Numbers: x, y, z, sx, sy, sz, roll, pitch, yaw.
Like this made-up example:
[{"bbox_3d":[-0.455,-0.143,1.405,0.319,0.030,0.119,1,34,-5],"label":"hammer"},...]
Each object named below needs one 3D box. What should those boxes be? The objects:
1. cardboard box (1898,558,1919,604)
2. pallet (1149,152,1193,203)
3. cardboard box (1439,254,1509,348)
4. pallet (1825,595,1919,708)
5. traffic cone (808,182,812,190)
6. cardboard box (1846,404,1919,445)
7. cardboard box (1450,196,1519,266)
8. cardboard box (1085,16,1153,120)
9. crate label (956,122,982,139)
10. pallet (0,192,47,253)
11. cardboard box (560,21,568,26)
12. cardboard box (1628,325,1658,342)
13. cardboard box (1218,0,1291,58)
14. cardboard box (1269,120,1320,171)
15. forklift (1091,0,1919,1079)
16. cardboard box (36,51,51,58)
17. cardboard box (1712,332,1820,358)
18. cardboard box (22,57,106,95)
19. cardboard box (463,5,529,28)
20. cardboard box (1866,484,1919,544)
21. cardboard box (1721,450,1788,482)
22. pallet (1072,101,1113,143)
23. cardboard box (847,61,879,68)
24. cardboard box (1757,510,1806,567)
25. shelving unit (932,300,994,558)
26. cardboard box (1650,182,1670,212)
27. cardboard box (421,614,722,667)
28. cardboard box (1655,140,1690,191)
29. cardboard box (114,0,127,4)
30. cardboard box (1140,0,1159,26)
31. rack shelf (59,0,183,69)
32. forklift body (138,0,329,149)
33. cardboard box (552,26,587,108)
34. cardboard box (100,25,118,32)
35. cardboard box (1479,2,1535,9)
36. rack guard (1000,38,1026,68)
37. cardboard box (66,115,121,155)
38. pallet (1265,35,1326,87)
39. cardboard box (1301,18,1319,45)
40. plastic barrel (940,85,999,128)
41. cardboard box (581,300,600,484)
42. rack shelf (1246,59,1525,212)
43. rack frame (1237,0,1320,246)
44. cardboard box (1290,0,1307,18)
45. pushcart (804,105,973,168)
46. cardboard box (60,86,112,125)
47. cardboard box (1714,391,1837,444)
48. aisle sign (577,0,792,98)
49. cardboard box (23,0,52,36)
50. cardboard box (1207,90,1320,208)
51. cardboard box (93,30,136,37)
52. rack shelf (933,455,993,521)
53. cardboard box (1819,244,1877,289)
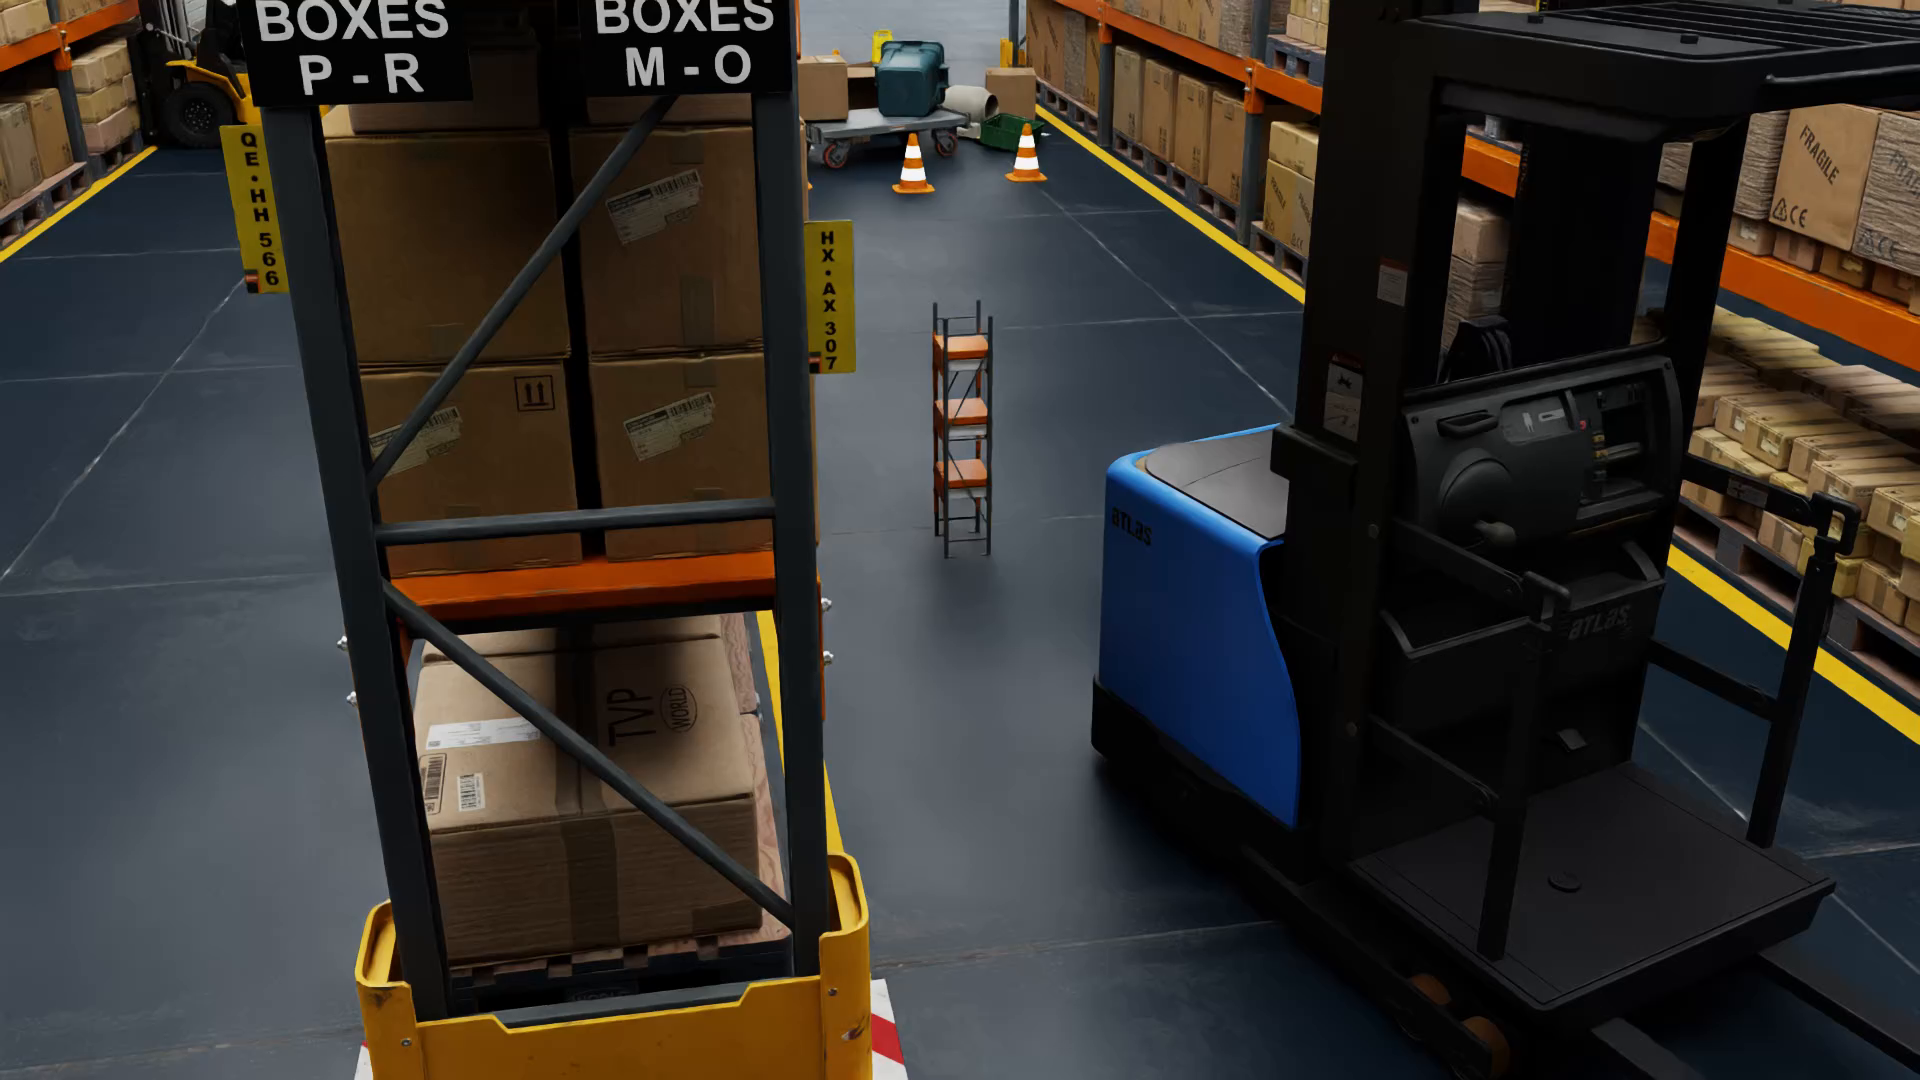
[{"bbox_3d":[3.552,0.147,5.831,0.380,0.149,0.250,-5,24,-12],"label":"cardboard box"},{"bbox_3d":[2.255,-3.103,14.091,1.003,0.211,1.213,-4,24,-10],"label":"pallet"},{"bbox_3d":[2.904,-1.333,9.152,0.500,0.500,0.500,-5,24,-11],"label":"cardboard box"},{"bbox_3d":[3.899,0.486,5.873,1.003,0.211,1.213,-4,24,-10],"label":"pallet"},{"bbox_3d":[-1.432,-3.207,14.015,0.336,0.463,0.334,-4,24,-10],"label":"traffic cone"},{"bbox_3d":[3.862,-0.438,6.798,0.380,0.149,0.250,-4,24,-10],"label":"cardboard box"},{"bbox_3d":[2.902,-1.678,9.006,0.500,0.250,0.500,-5,24,-11],"label":"cardboard box"},{"bbox_3d":[1.762,-4.631,16.236,0.875,0.875,0.875,-4,24,-9],"label":"cardboard box"},{"bbox_3d":[0.111,-3.992,16.220,0.250,0.136,0.298,18,29,36],"label":"crate label"},{"bbox_3d":[-7.511,-2.339,12.342,1.003,0.211,1.213,-4,24,-10],"label":"pallet"},{"bbox_3d":[-1.446,-1.306,5.118,0.500,0.500,0.500,-4,24,-10],"label":"cardboard box"},{"bbox_3d":[3.141,-0.908,7.876,0.380,0.149,0.250,-3,24,-7],"label":"cardboard box"},{"bbox_3d":[2.202,-3.790,12.054,0.500,0.500,0.500,-4,24,-10],"label":"cardboard box"},{"bbox_3d":[2.438,-2.688,11.318,0.500,0.250,0.500,-5,24,-12],"label":"cardboard box"},{"bbox_3d":[1.590,-0.193,4.030,1.130,2.935,3.031,-12,27,-26],"label":"forklift"},{"bbox_3d":[-8.304,-4.153,14.673,0.500,0.250,0.500,-5,24,-11],"label":"cardboard box"},{"bbox_3d":[3.749,-0.856,7.756,0.380,0.149,0.250,-5,24,-10],"label":"cardboard box"},{"bbox_3d":[-7.695,-3.989,14.297,0.500,0.250,0.500,-5,24,-11],"label":"cardboard box"},{"bbox_3d":[-1.288,-1.257,4.195,0.380,0.149,0.250,-4,24,-9],"label":"cardboard box"},{"bbox_3d":[3.533,-0.090,6.002,0.380,0.149,0.250,-5,24,-12],"label":"cardboard box"},{"bbox_3d":[3.337,-0.264,6.772,0.380,0.149,0.250,-4,24,-9],"label":"cardboard box"},{"bbox_3d":[1.745,-4.187,16.573,1.003,0.211,1.213,-4,24,-10],"label":"pallet"},{"bbox_3d":[-0.964,-4.680,17.336,0.637,0.503,0.797,18,29,36],"label":"cardboard box"},{"bbox_3d":[3.417,-0.022,6.590,0.380,0.149,0.250,-4,24,-9],"label":"cardboard box"},{"bbox_3d":[0.010,-0.460,6.992,0.215,1.050,0.252,-4,24,-10],"label":"shelving unit"},{"bbox_3d":[3.241,-1.565,7.400,0.380,0.149,0.250,-5,24,-12],"label":"cardboard box"},{"bbox_3d":[-1.216,0.336,5.408,0.875,0.438,0.875,-4,24,-8],"label":"cardboard box"},{"bbox_3d":[3.231,-1.788,7.099,0.500,0.500,0.500,-4,24,-10],"label":"cardboard box"},{"bbox_3d":[-8.019,-5.227,15.345,0.500,0.500,0.500,-4,24,-9],"label":"cardboard box"},{"bbox_3d":[1.826,-4.584,13.872,0.500,0.500,0.500,-4,24,-10],"label":"cardboard box"},{"bbox_3d":[-8.284,-4.842,15.487,1.077,0.370,4.000,-4,24,-10],"label":"rack shelf"},{"bbox_3d":[-6.510,-4.958,15.916,2.313,2.155,1.214,-4,24,-10],"label":"forklift body"},{"bbox_3d":[-0.730,-1.093,3.820,0.380,0.149,0.250,-4,24,-8],"label":"cardboard box"},{"bbox_3d":[-8.655,-4.950,16.496,0.500,0.250,0.500,-4,24,-10],"label":"cardboard box"},{"bbox_3d":[2.877,-2.817,8.999,0.380,0.149,0.250,-4,24,-10],"label":"cardboard box"},{"bbox_3d":[1.065,-5.597,19.441,1.175,0.500,0.348,-4,24,-10],"label":"rack guard"},{"bbox_3d":[-7.678,-3.532,14.500,0.500,0.250,0.500,-4,24,-9],"label":"cardboard box"},{"bbox_3d":[2.785,-3.226,11.129,1.213,0.211,1.003,-4,24,-10],"label":"pallet"},{"bbox_3d":[2.483,-3.367,11.002,0.380,0.149,0.250,-3,24,-7],"label":"cardboard box"},{"bbox_3d":[0.092,-4.312,16.594,0.512,0.421,0.421,13,27,27],"label":"plastic barrel"},{"bbox_3d":[-0.745,-0.486,4.491,0.500,0.500,0.500,-5,24,-11],"label":"cardboard box"},{"bbox_3d":[2.919,-2.470,10.057,1.077,0.370,4.000,-4,24,-10],"label":"rack shelf"},{"bbox_3d":[2.549,-3.587,11.714,1.000,3.000,0.127,-4,24,-10],"label":"rack frame"},{"bbox_3d":[2.441,-3.595,11.152,0.380,0.149,0.250,-3,24,-7],"label":"cardboard box"},{"bbox_3d":[-0.805,-3.740,15.343,1.648,0.377,0.936,-13,27,-28],"label":"pushcart"},{"bbox_3d":[-7.700,-3.760,14.396,0.500,0.250,0.500,-4,24,-10],"label":"cardboard box"},{"bbox_3d":[3.405,-0.504,6.951,0.380,0.149,0.250,-5,24,-12],"label":"cardboard box"},{"bbox_3d":[-0.519,-1.218,3.043,0.394,0.787,0.004,-4,24,-10],"label":"aisle sign"},{"bbox_3d":[-7.564,-4.137,13.163,0.500,0.250,0.500,-4,24,-9],"label":"cardboard box"},{"bbox_3d":[2.525,-2.994,12.644,1.050,0.750,0.750,-5,24,-10],"label":"cardboard box"},{"bbox_3d":[-8.059,-4.793,16.137,0.500,0.250,0.500,-4,24,-9],"label":"cardboard box"},{"bbox_3d":[0.010,-0.196,7.107,0.215,0.259,0.240,-4,24,-10],"label":"rack shelf"},{"bbox_3d":[3.473,-1.048,6.216,0.380,0.149,0.250,-4,24,-9],"label":"cardboard box"}]
